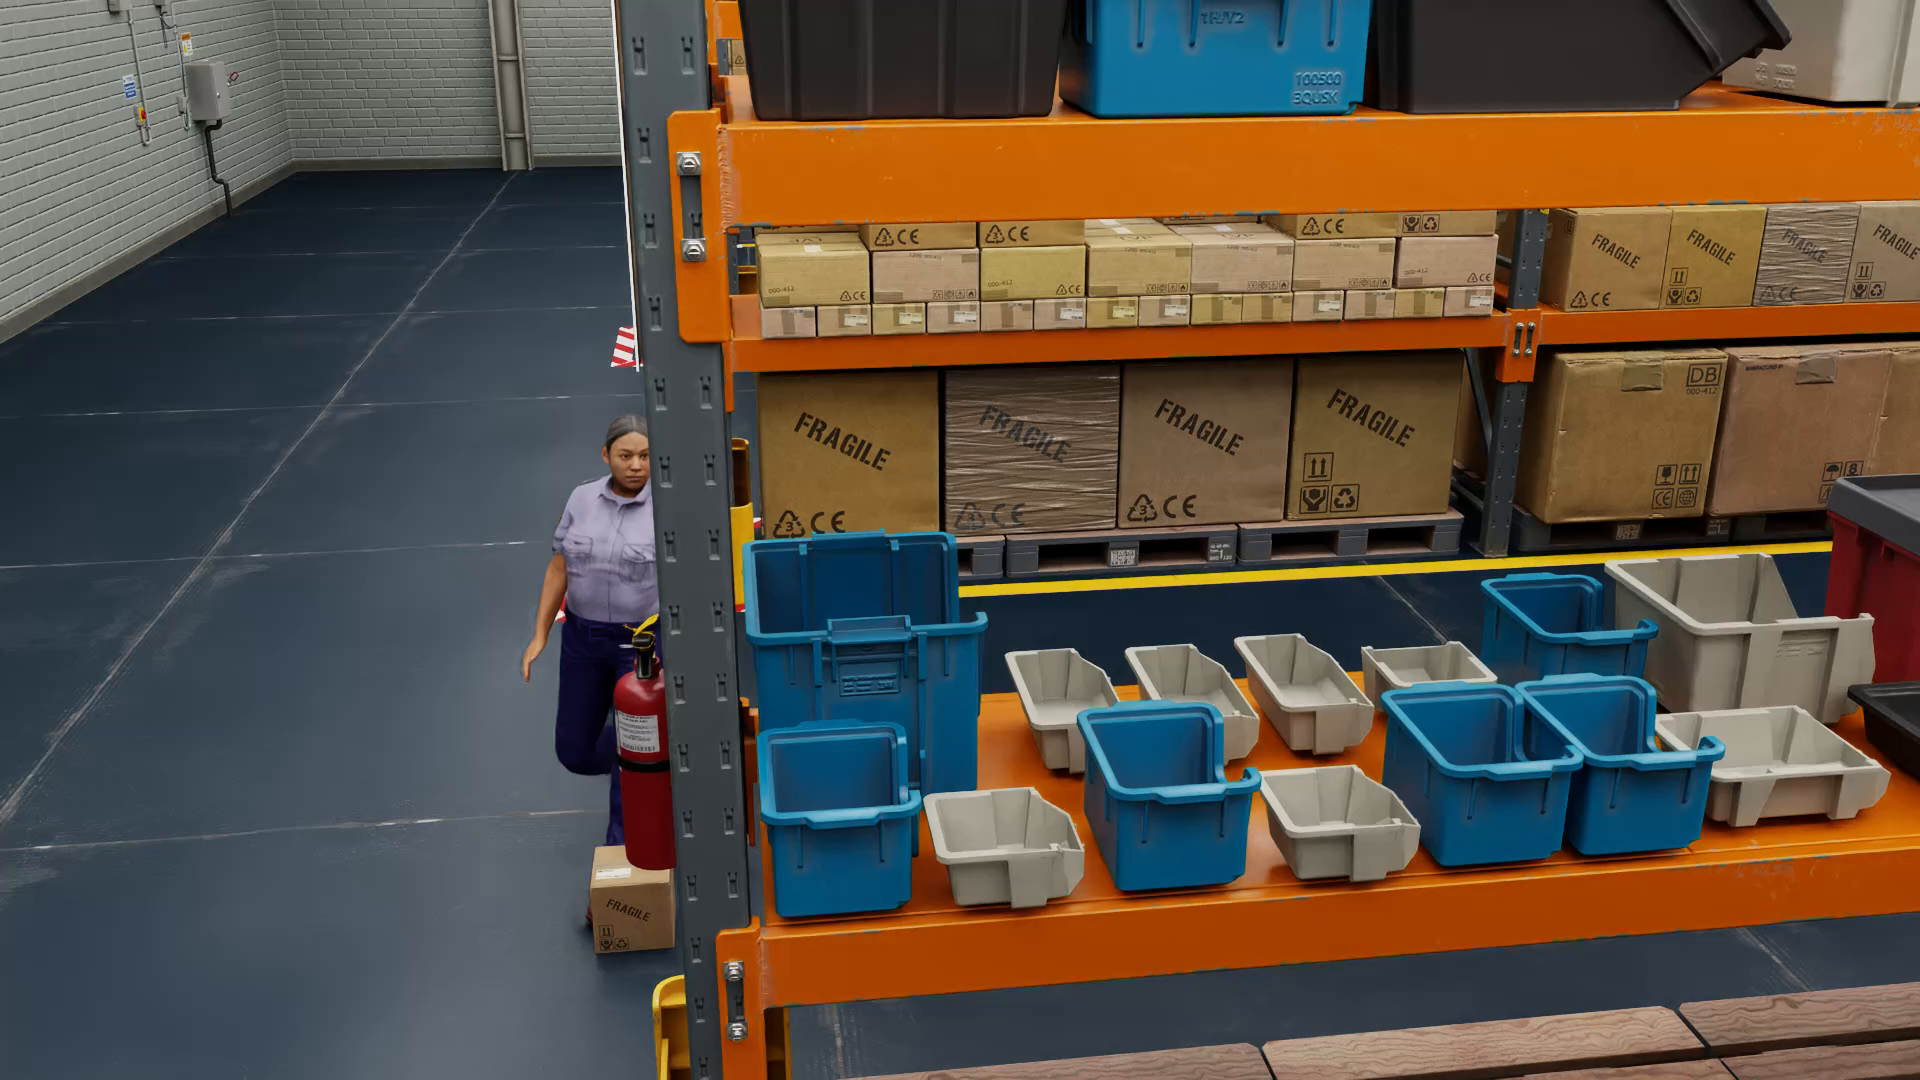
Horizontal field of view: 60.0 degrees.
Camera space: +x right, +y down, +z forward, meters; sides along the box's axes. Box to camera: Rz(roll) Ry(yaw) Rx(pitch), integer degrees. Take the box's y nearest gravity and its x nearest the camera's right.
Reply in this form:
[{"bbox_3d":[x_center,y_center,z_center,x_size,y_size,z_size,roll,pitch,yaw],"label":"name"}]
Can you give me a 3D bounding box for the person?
[{"bbox_3d":[-1.162,0.384,5.577,0.551,1.606,0.819,4,21,11],"label":"person"}]
